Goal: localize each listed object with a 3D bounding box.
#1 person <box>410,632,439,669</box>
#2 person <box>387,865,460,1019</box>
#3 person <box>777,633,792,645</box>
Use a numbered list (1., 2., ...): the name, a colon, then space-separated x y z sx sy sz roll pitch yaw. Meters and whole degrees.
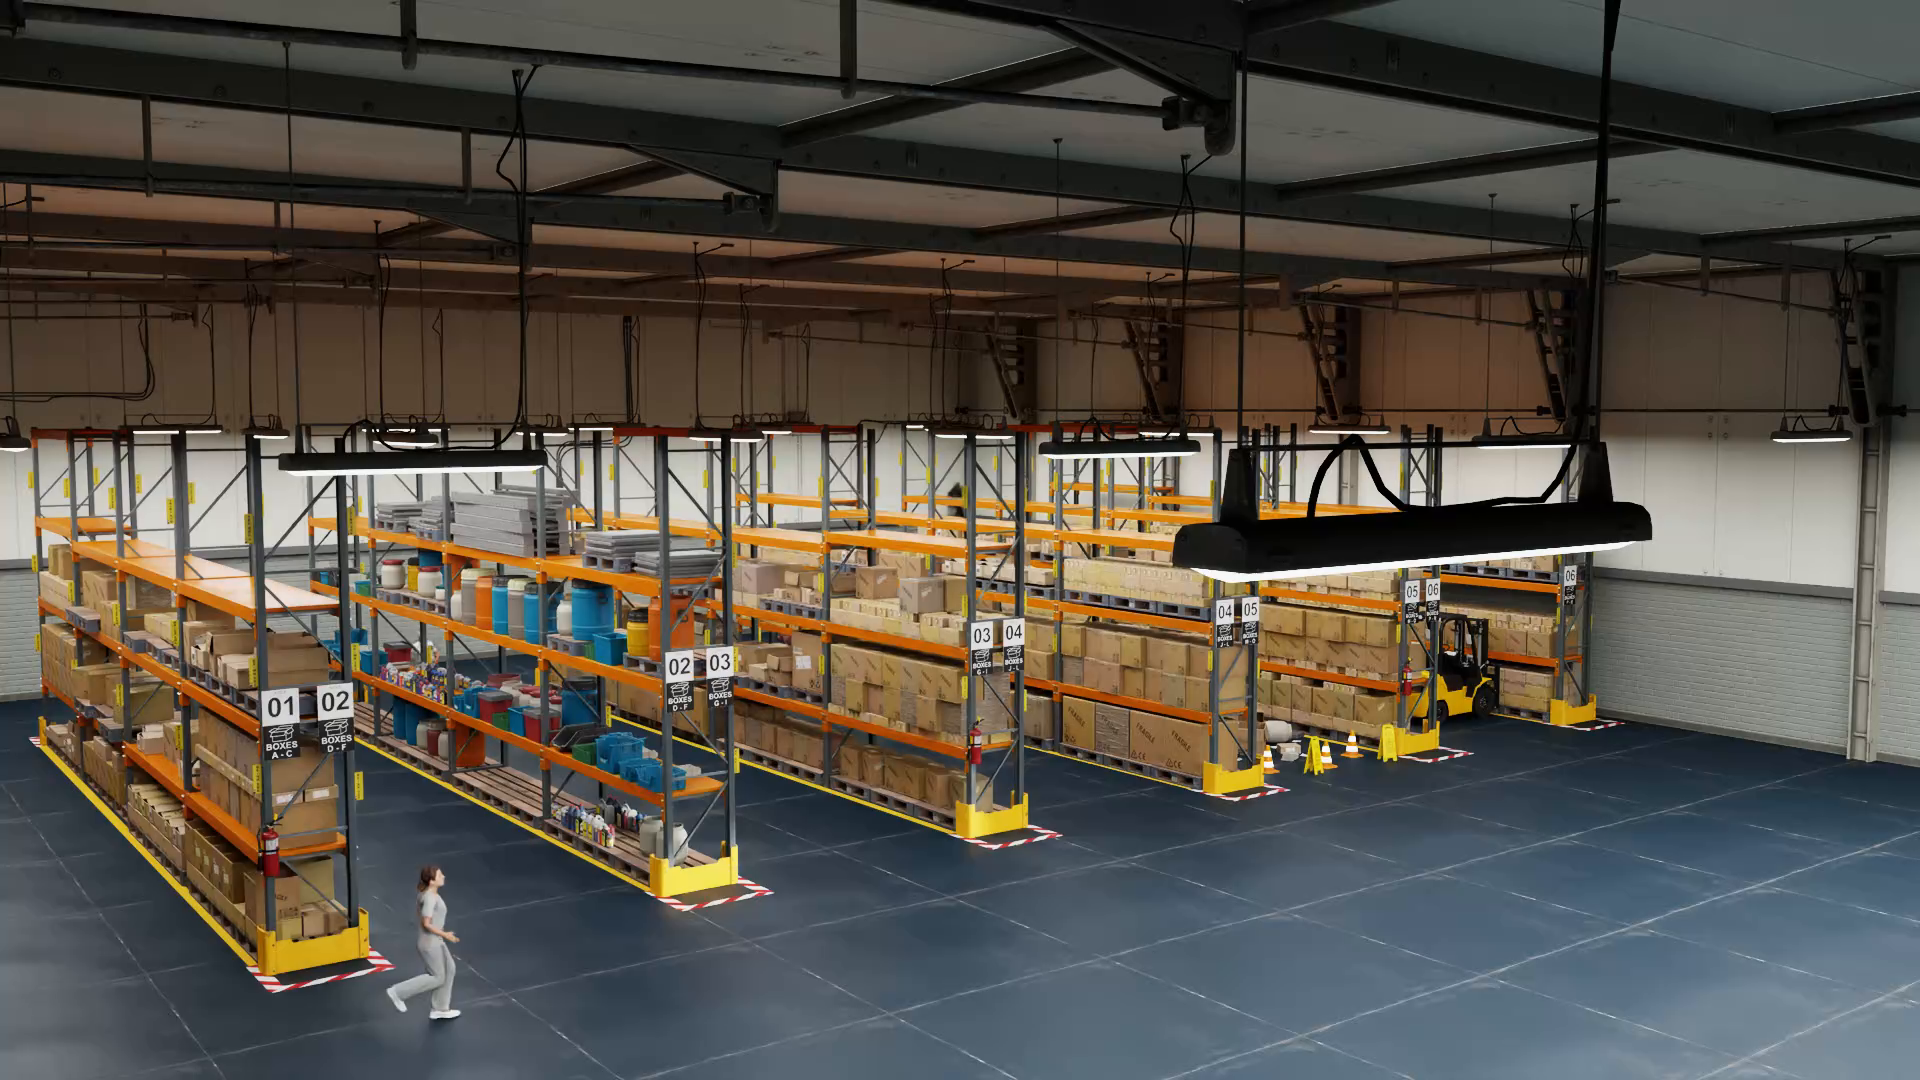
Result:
1. person: -11.437 2.738 35.543 0.604 1.601 0.696 4 6 38
2. person: -5.560 4.171 17.198 0.718 1.626 0.553 -2 5 -20
3. person: -4.380 2.163 42.456 0.560 1.624 0.534 3 6 37
